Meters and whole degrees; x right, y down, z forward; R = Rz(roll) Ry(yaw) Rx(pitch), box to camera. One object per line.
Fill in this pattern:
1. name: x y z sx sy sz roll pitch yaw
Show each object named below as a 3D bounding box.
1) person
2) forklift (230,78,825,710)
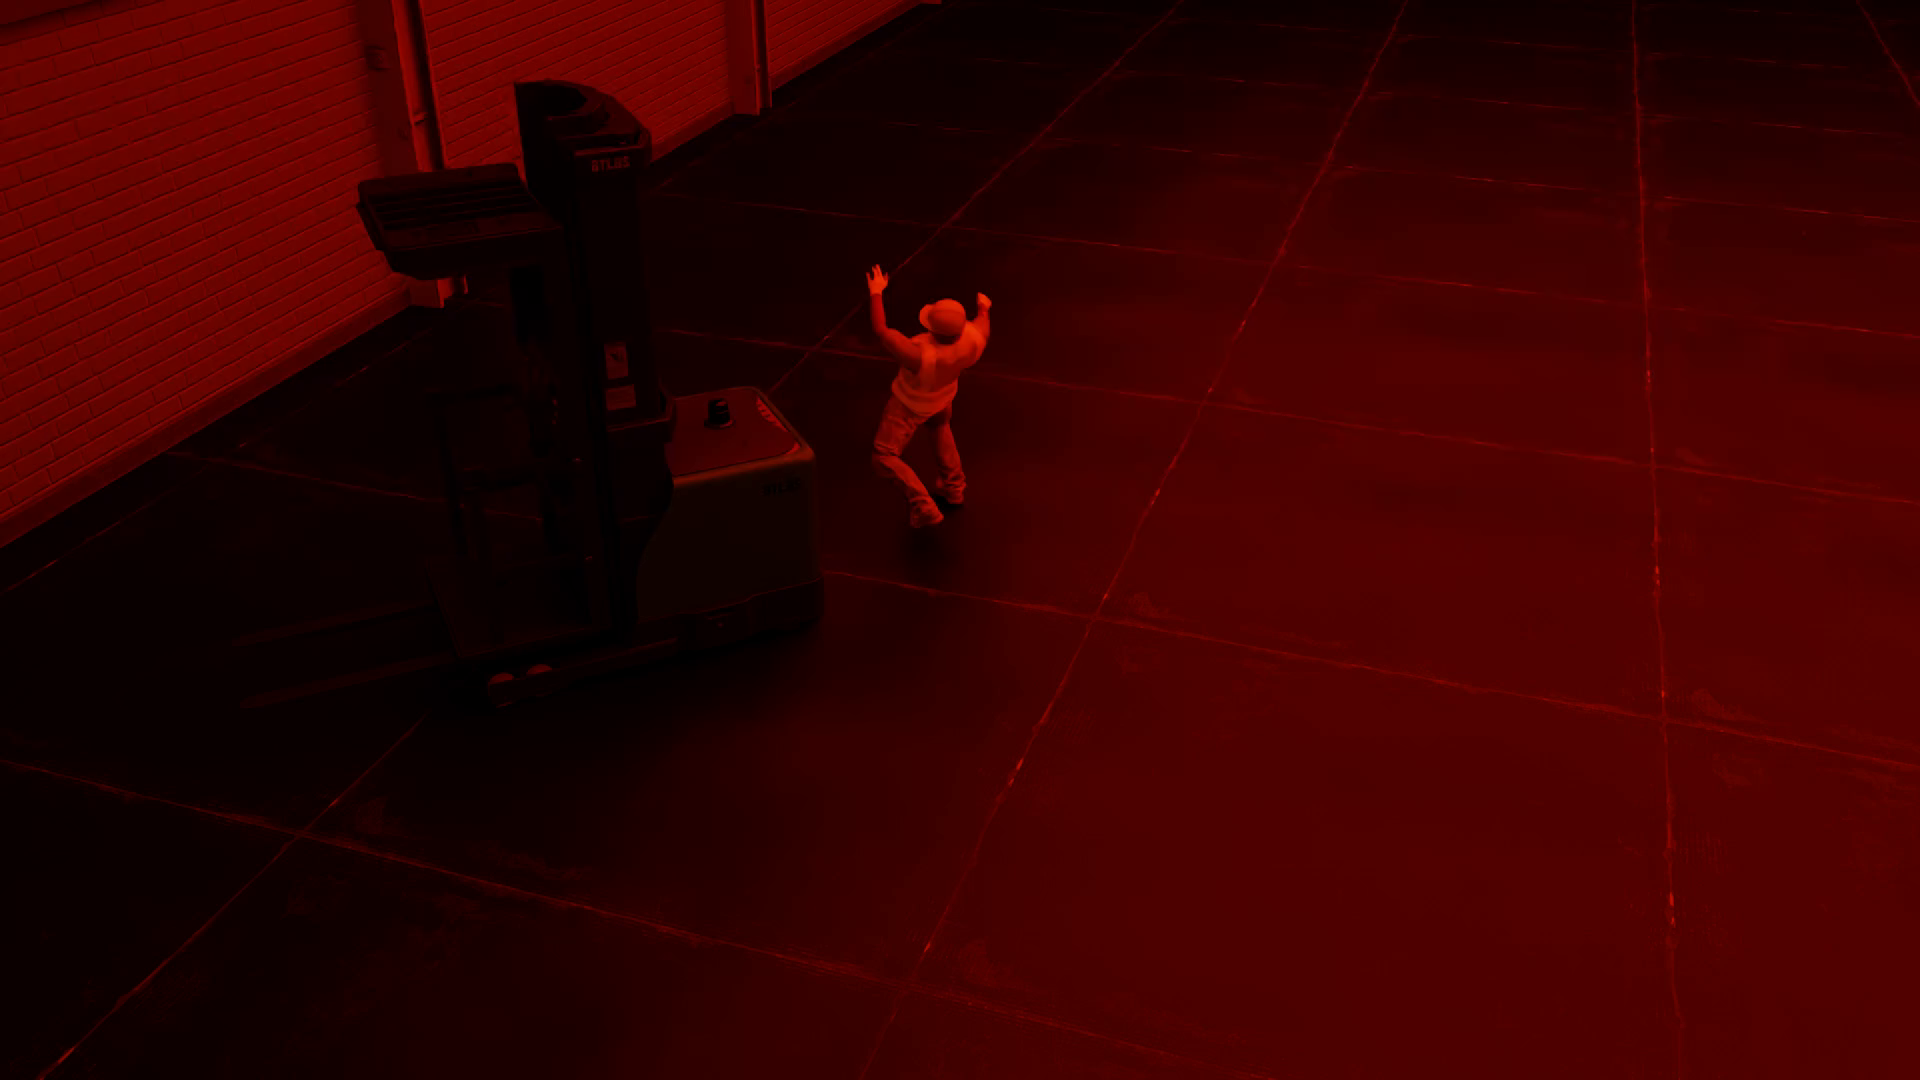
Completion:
1. person: -0.095 -0.932 10.126 0.746 1.553 1.131 20 35 31
2. forklift: -2.311 -0.714 8.389 3.031 2.935 1.130 -13 32 -21
